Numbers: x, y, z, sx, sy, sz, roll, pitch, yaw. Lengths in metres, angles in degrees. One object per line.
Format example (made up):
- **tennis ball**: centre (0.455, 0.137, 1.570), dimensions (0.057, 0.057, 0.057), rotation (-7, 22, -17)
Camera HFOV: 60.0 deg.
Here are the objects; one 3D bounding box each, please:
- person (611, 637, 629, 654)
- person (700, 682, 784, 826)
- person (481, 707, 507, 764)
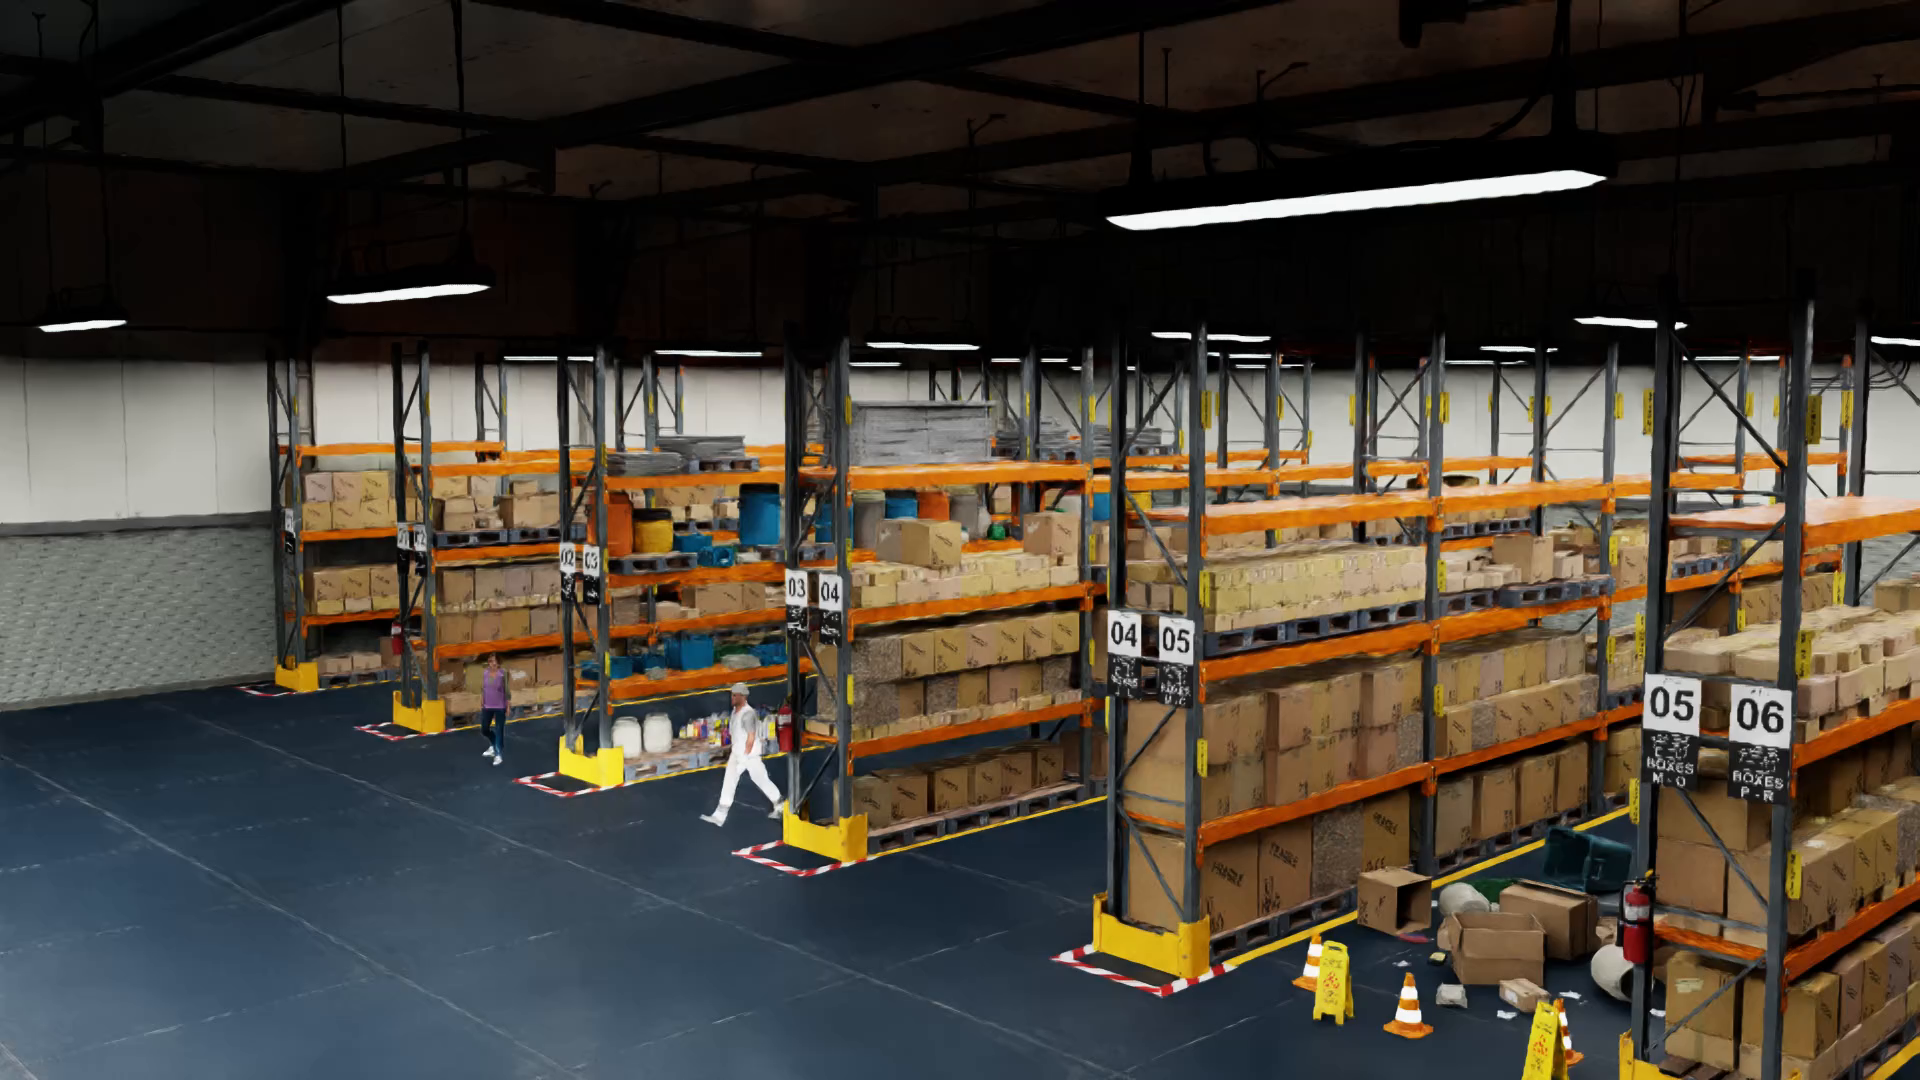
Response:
- **person**: centre (-6.472, 1.807, 30.480), dimensions (0.586, 1.311, 0.435), rotation (-4, 7, -42)
- **person**: centre (-2.569, 2.574, 19.977), dimensions (1.063, 1.742, 0.547), rotation (-3, 6, -35)
- **person**: centre (-6.561, 2.666, 23.503), dimensions (0.407, 0.948, 0.463), rotation (1, 5, 8)
